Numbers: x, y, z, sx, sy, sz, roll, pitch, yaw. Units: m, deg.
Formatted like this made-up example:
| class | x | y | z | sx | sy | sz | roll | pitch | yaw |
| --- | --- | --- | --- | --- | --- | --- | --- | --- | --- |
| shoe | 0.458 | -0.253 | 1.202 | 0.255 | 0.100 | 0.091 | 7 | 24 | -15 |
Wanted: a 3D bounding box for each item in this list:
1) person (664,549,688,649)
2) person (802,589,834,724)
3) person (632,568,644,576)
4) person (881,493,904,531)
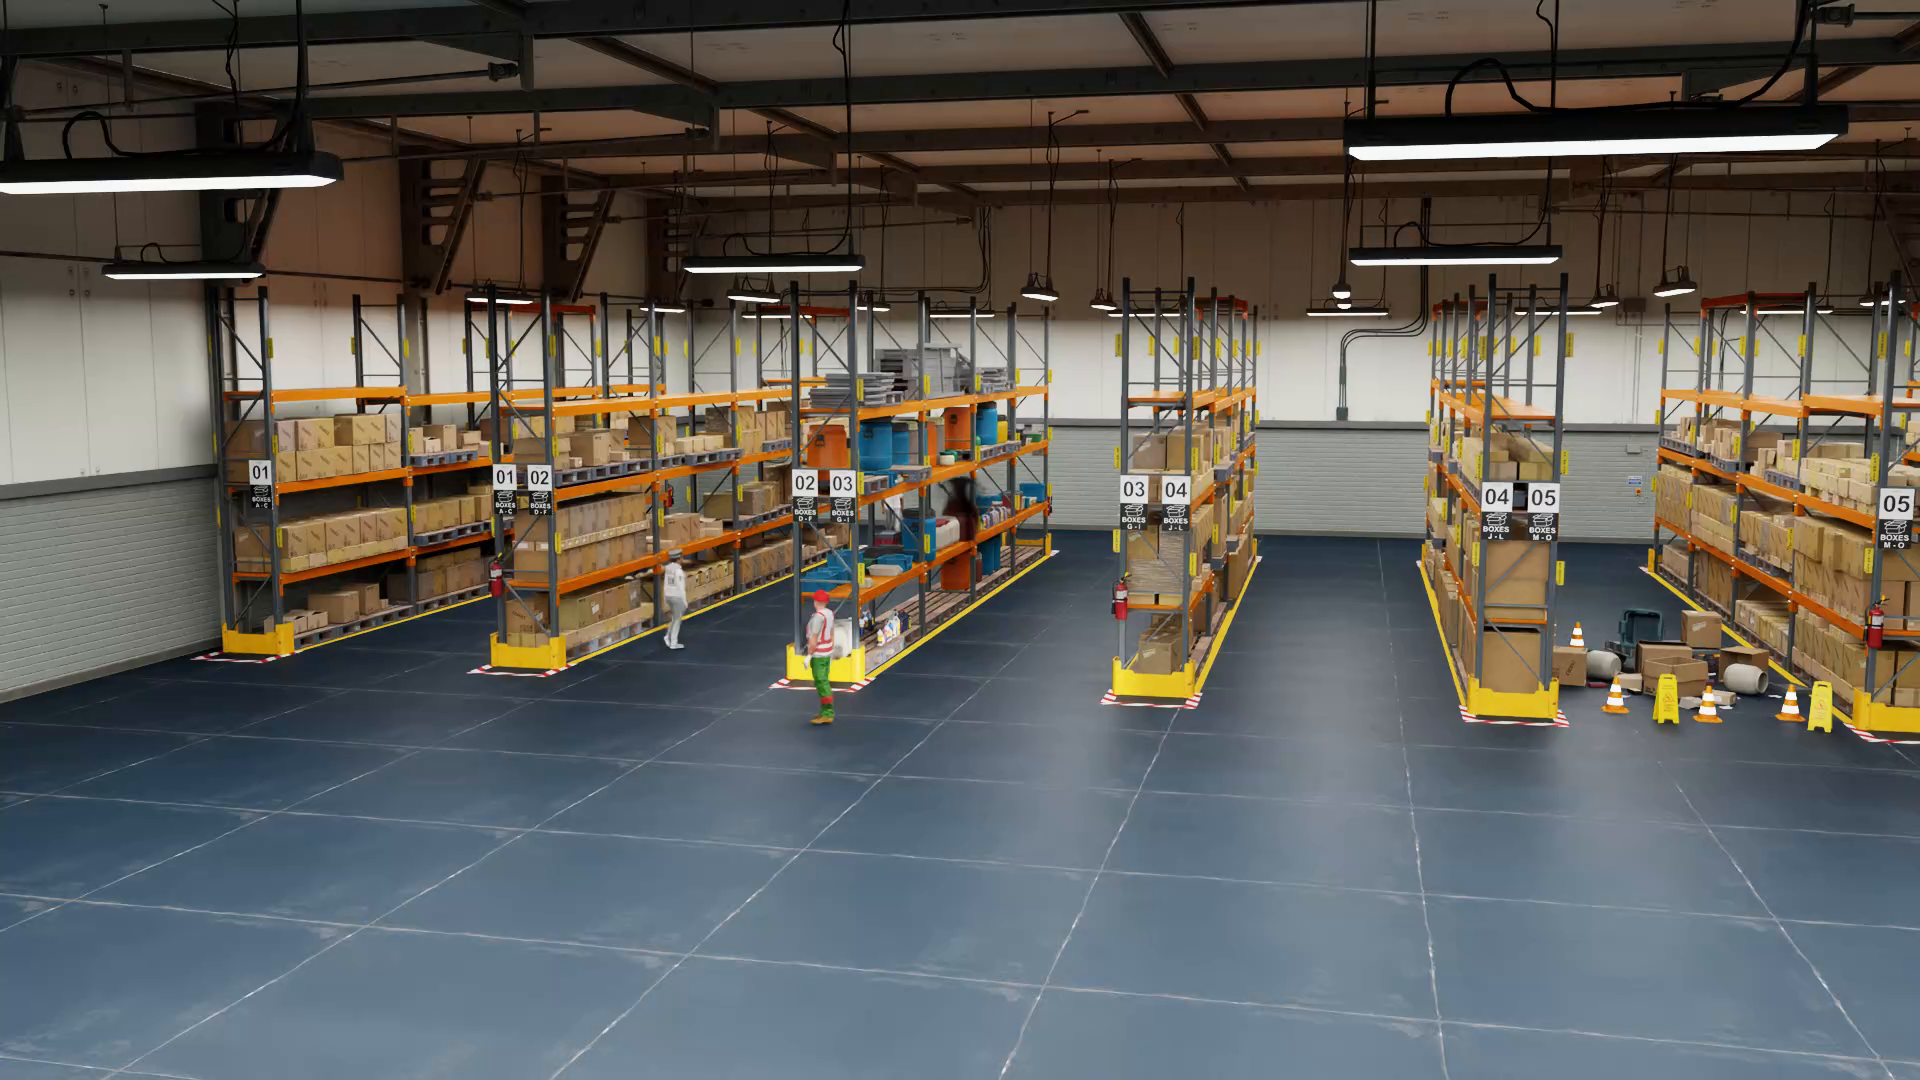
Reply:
| class | x | y | z | sx | sy | sz | roll | pitch | yaw |
| --- | --- | --- | --- | --- | --- | --- | --- | --- | --- |
| person | -4.720 | 0.980 | 27.713 | 0.407 | 1.684 | 0.500 | -6 | 9 | -44 |
| person | -1.879 | 1.557 | 22.291 | 0.372 | 1.804 | 0.600 | 1 | 7 | 11 |
| person | -6.803 | 0.116 | 35.473 | 0.521 | 1.648 | 0.518 | 1 | 7 | 5 |
| person | -1.748 | -0.834 | 43.428 | 0.620 | 1.735 | 0.975 | -1 | 7 | -6 |
